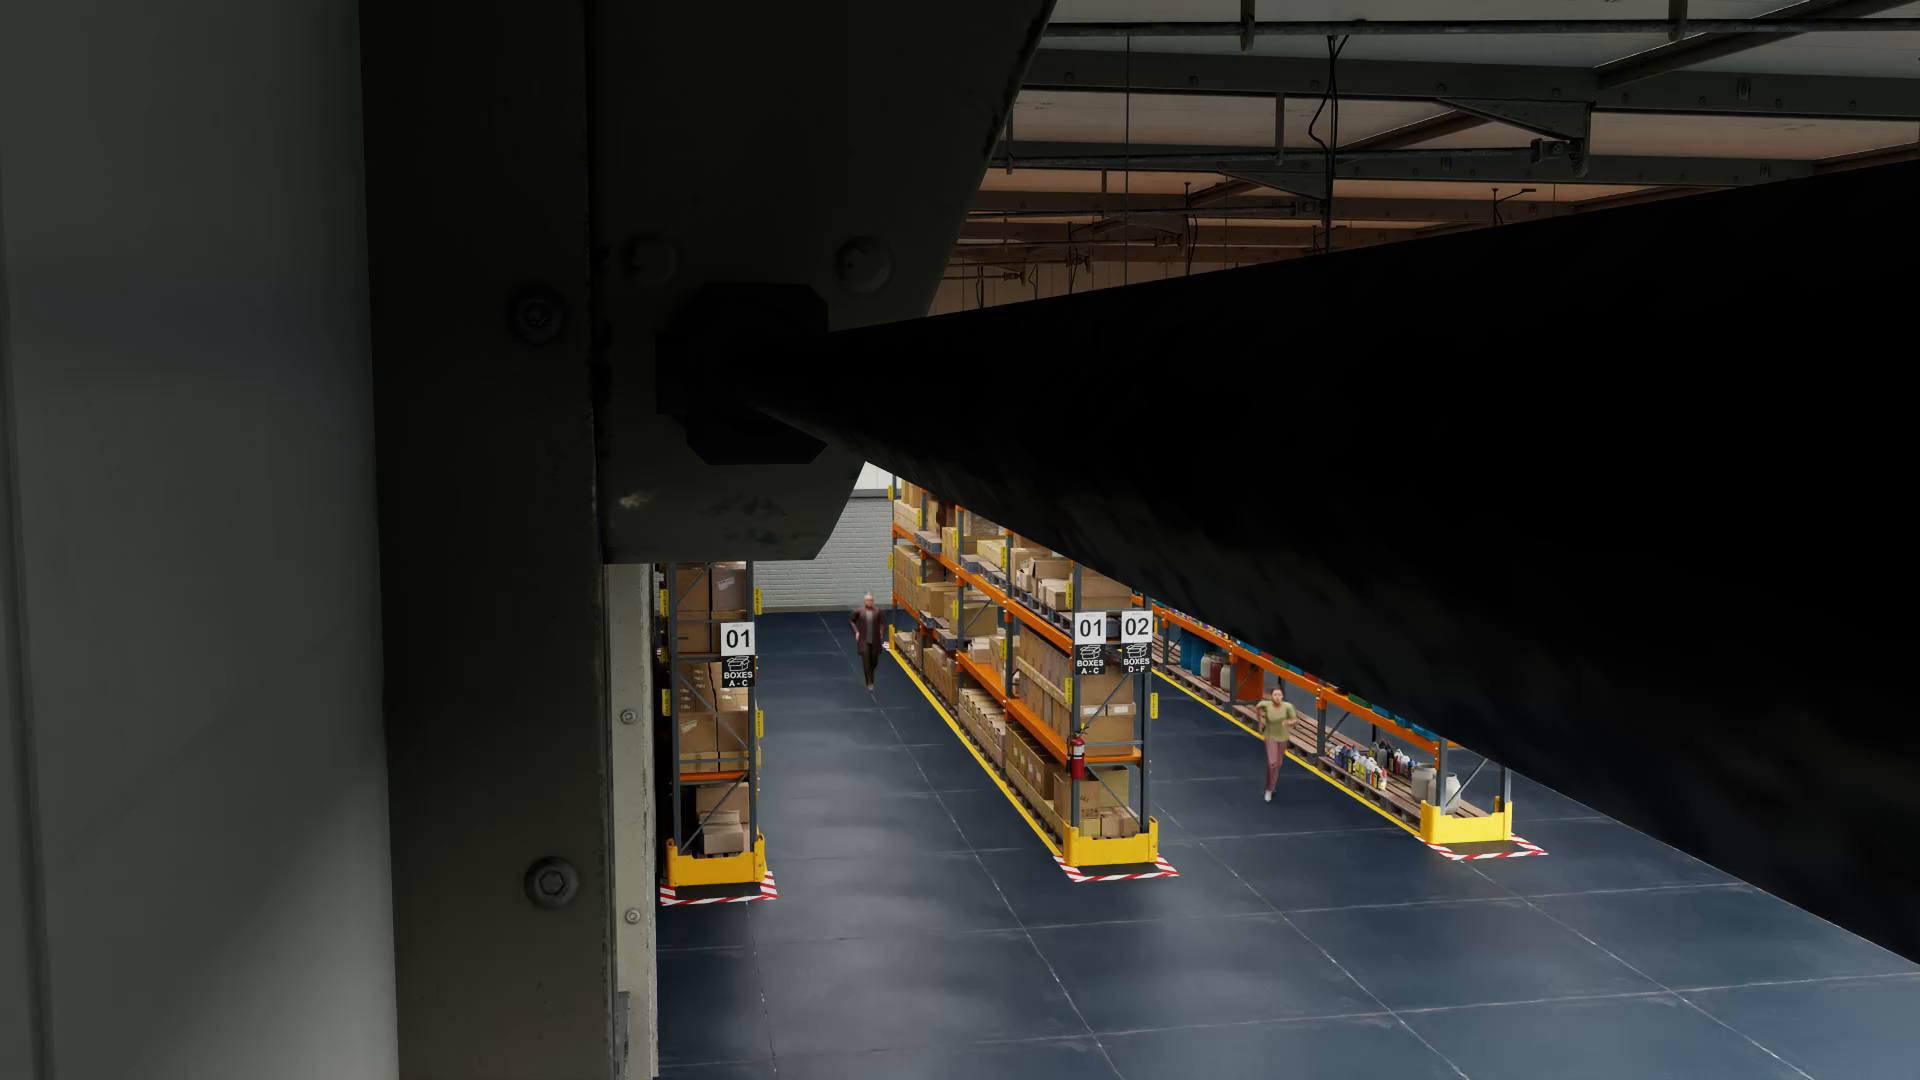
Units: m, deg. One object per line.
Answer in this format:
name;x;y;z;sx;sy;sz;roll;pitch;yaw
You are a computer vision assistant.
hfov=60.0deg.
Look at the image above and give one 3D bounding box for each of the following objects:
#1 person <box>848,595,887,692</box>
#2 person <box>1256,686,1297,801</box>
person;-1.701;1.886;30.847;0.711;1.765;0.880;-1;6;-9
person;4.574;2.923;24.076;0.563;1.705;0.804;0;6;1
